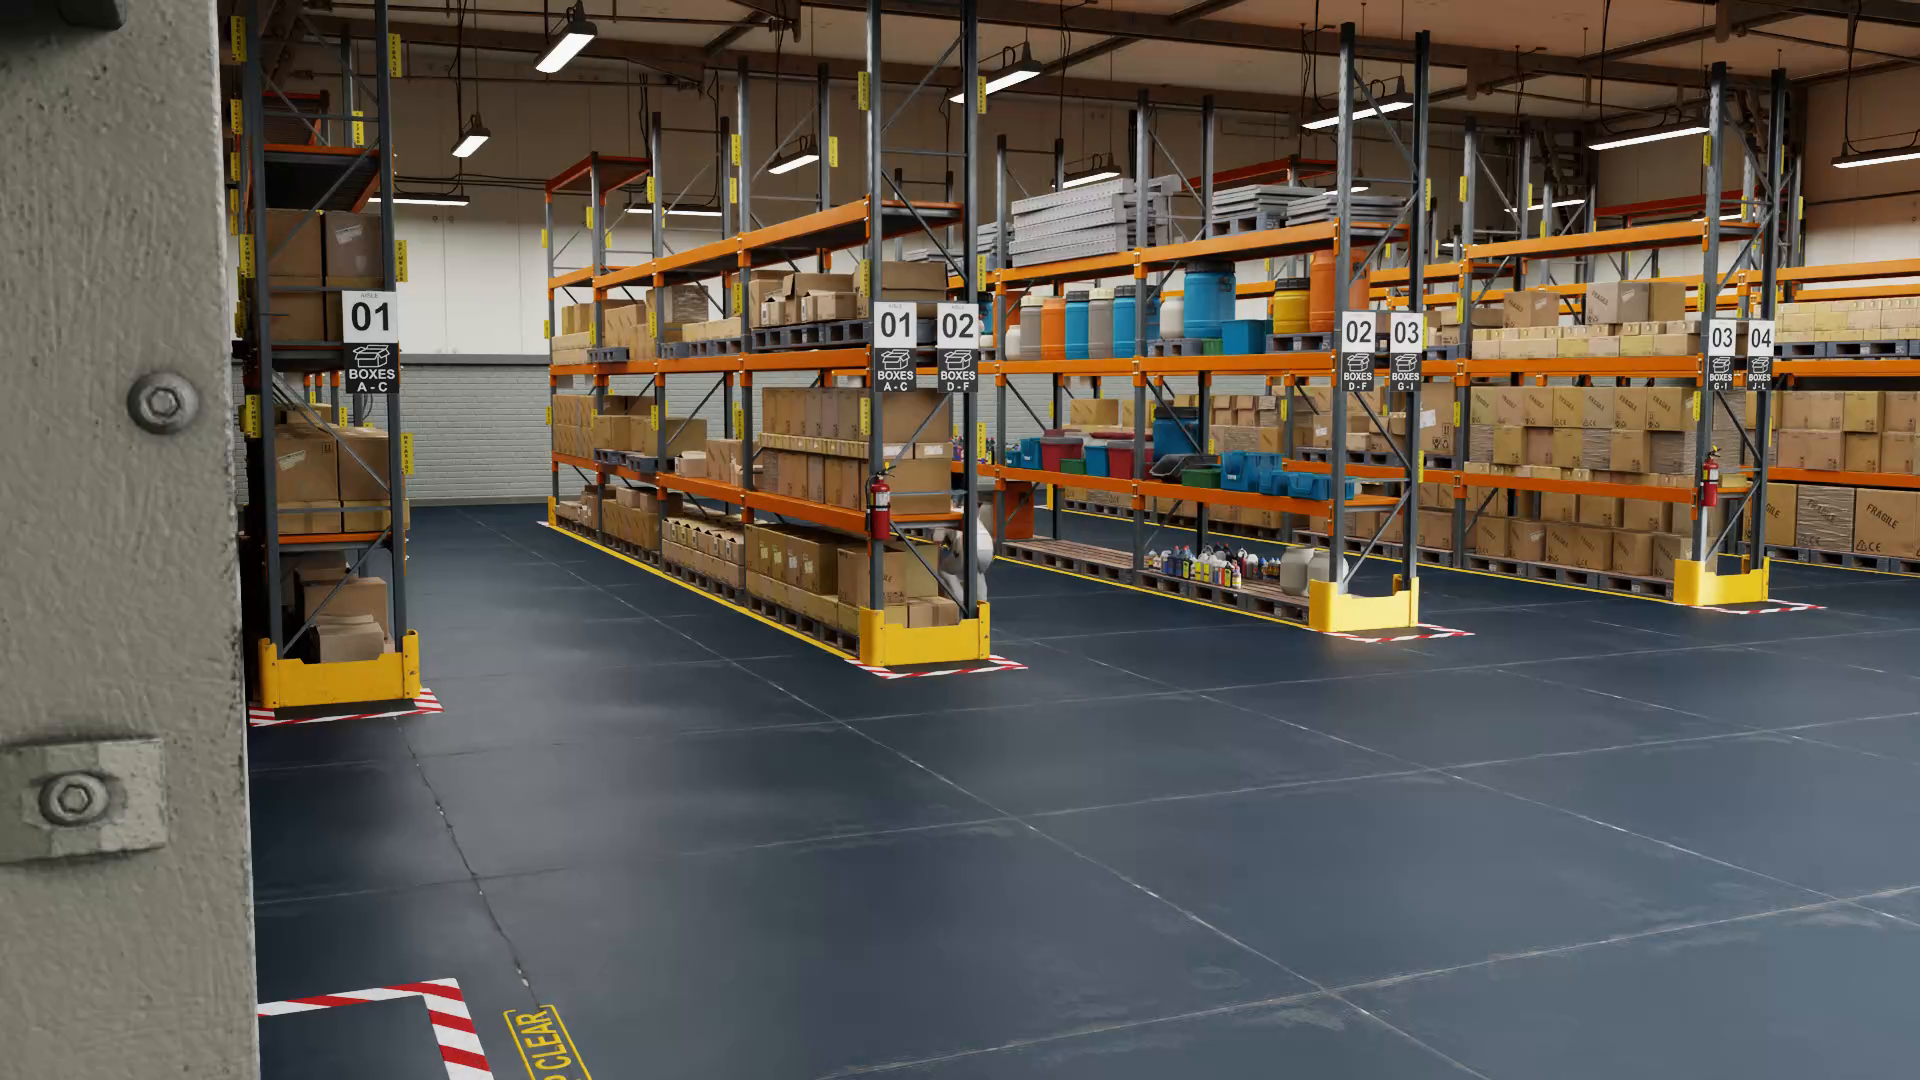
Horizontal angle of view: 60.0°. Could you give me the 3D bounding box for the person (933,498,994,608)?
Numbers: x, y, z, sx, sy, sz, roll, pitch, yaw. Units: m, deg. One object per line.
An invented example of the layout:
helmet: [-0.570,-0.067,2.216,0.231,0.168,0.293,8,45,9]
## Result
person: [0.009,0.147,18.605,0.576,1.205,0.900,-2,6,-24]
